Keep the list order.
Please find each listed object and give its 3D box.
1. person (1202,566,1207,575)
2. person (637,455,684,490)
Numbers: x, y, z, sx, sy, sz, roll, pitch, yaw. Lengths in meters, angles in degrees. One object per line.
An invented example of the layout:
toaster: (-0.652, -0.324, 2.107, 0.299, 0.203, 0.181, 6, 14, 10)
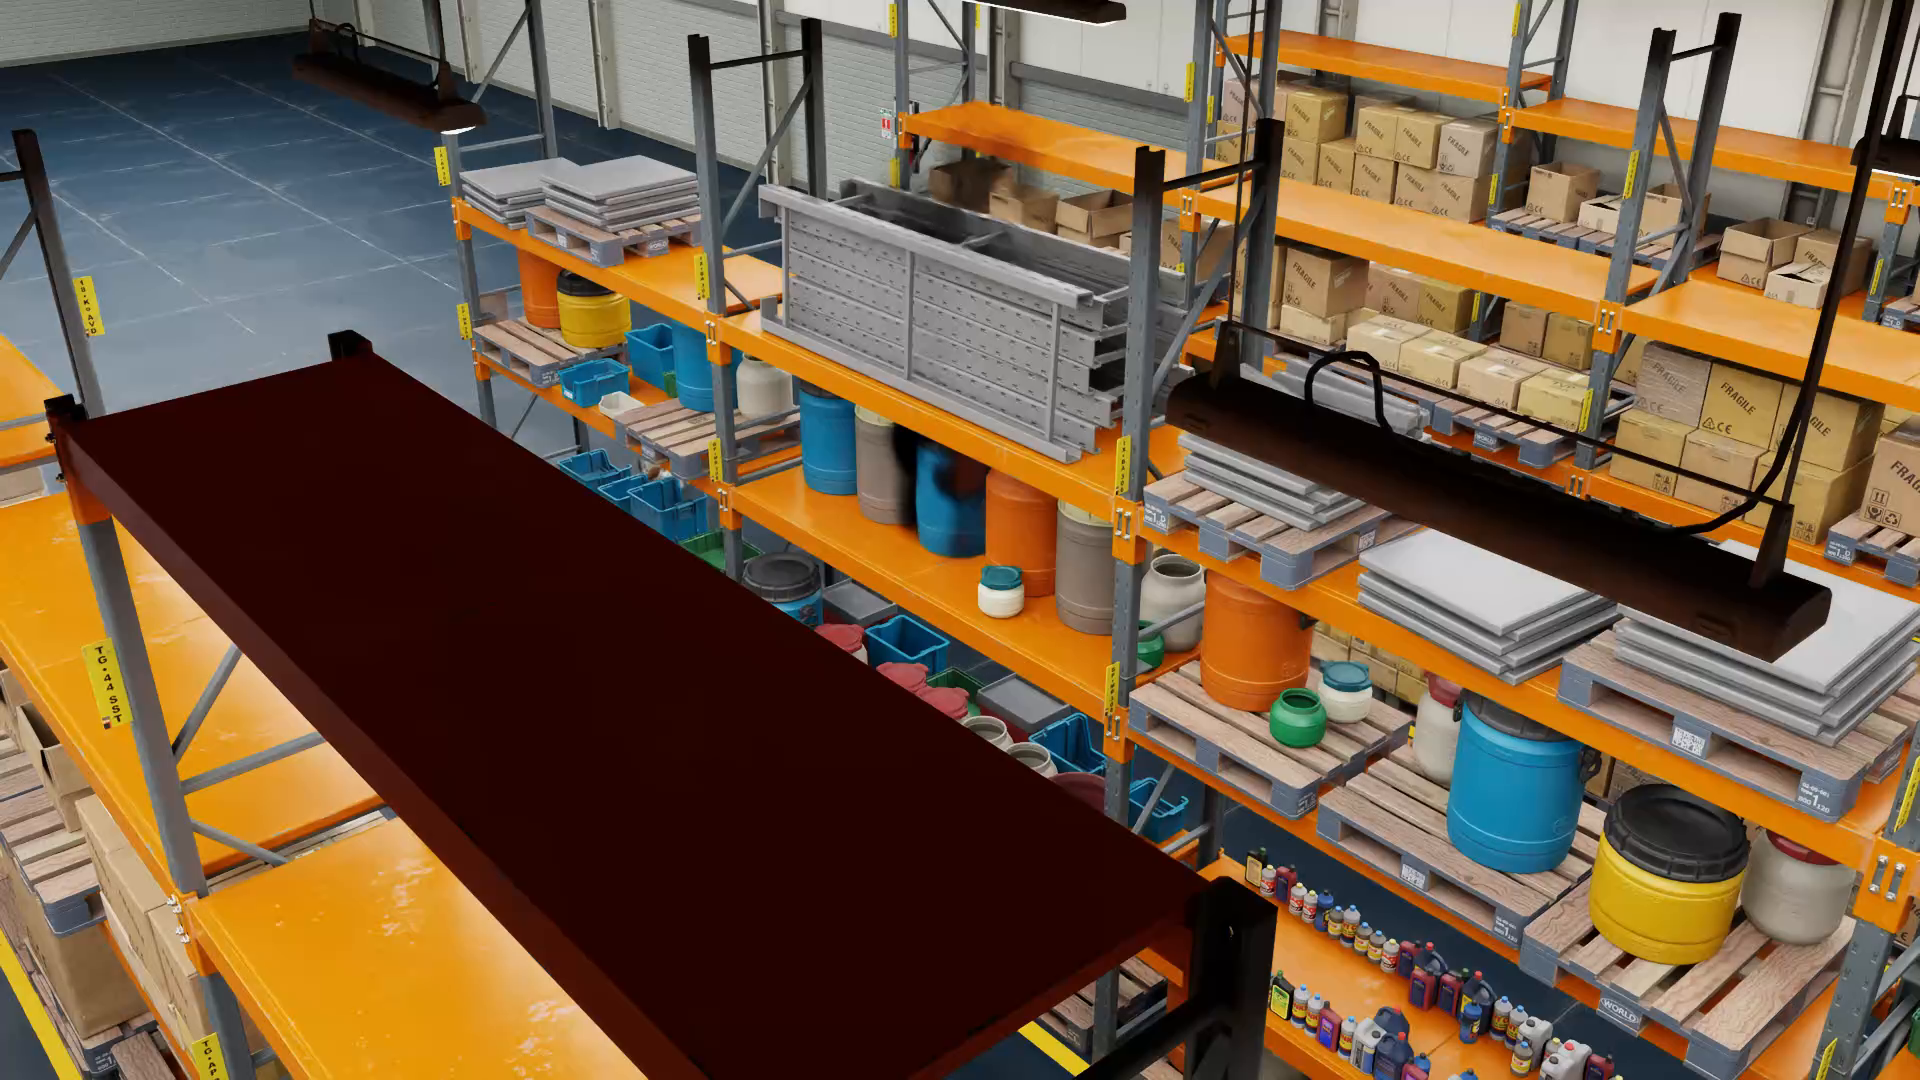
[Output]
person: (2.102, 1.018, 13.086, 0.798, 1.724, 0.704, 22, 35, 37)
person: (-3.004, -0.579, 16.953, 0.563, 1.615, 0.621, 7, 28, 14)
